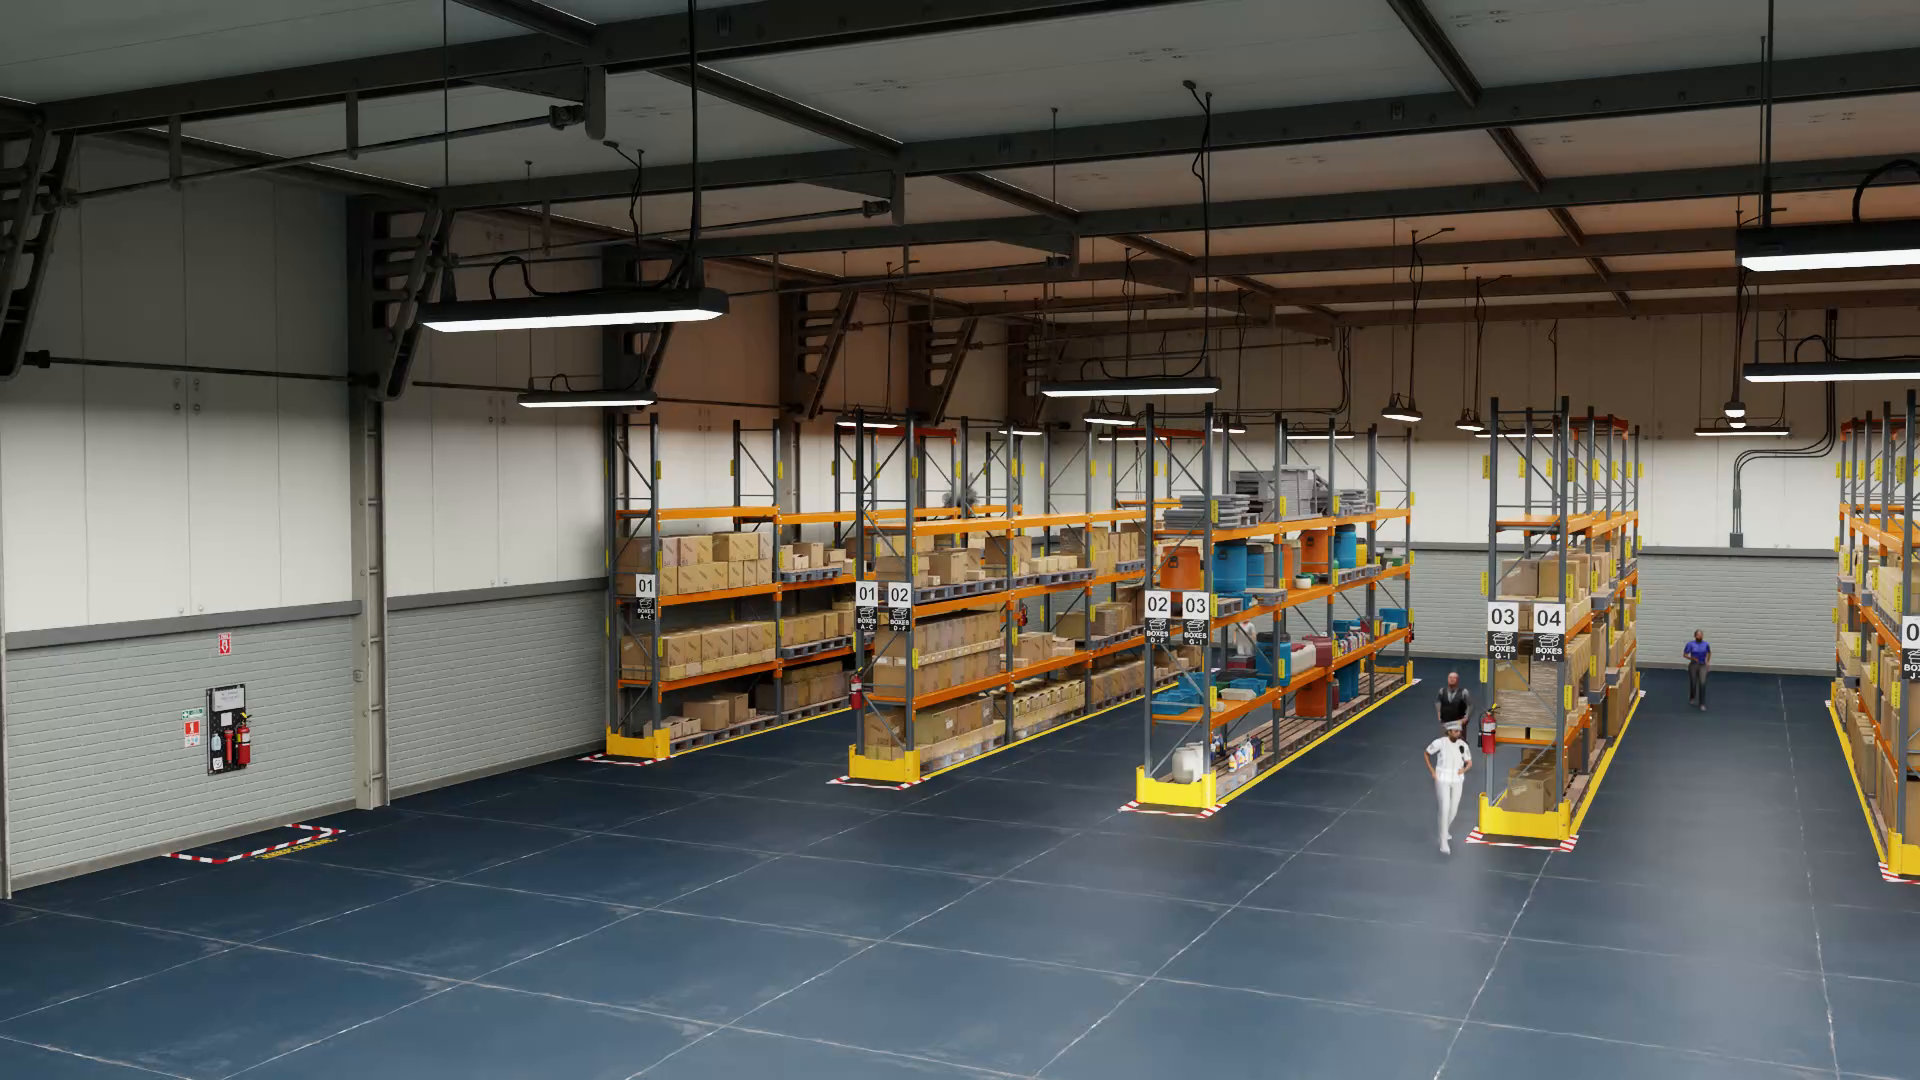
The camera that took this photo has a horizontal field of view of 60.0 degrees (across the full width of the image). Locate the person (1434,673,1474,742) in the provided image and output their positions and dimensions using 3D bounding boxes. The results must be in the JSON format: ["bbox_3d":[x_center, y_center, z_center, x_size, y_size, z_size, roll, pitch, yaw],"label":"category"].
[{"bbox_3d":[8.123,3.030,27.379,0.656,1.698,0.872,1,3,24],"label":"person"}]

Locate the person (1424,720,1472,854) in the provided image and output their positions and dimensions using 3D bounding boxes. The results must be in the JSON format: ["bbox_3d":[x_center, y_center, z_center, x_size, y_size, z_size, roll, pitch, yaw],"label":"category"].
[{"bbox_3d":[6.515,3.236,22.076,0.579,1.717,0.841,0,2,-6],"label":"person"}]

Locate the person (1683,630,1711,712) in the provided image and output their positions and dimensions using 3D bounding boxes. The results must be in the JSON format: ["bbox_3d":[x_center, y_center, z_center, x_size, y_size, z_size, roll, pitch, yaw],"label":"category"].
[{"bbox_3d":[15.430,2.712,34.815,0.571,1.683,0.850,1,2,16],"label":"person"}]

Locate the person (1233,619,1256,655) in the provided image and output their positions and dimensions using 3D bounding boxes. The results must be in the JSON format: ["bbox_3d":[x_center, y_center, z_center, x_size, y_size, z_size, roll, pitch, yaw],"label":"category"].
[{"bbox_3d":[6.664,2.533,38.955,0.529,1.715,0.816,0,2,11],"label":"person"}]
